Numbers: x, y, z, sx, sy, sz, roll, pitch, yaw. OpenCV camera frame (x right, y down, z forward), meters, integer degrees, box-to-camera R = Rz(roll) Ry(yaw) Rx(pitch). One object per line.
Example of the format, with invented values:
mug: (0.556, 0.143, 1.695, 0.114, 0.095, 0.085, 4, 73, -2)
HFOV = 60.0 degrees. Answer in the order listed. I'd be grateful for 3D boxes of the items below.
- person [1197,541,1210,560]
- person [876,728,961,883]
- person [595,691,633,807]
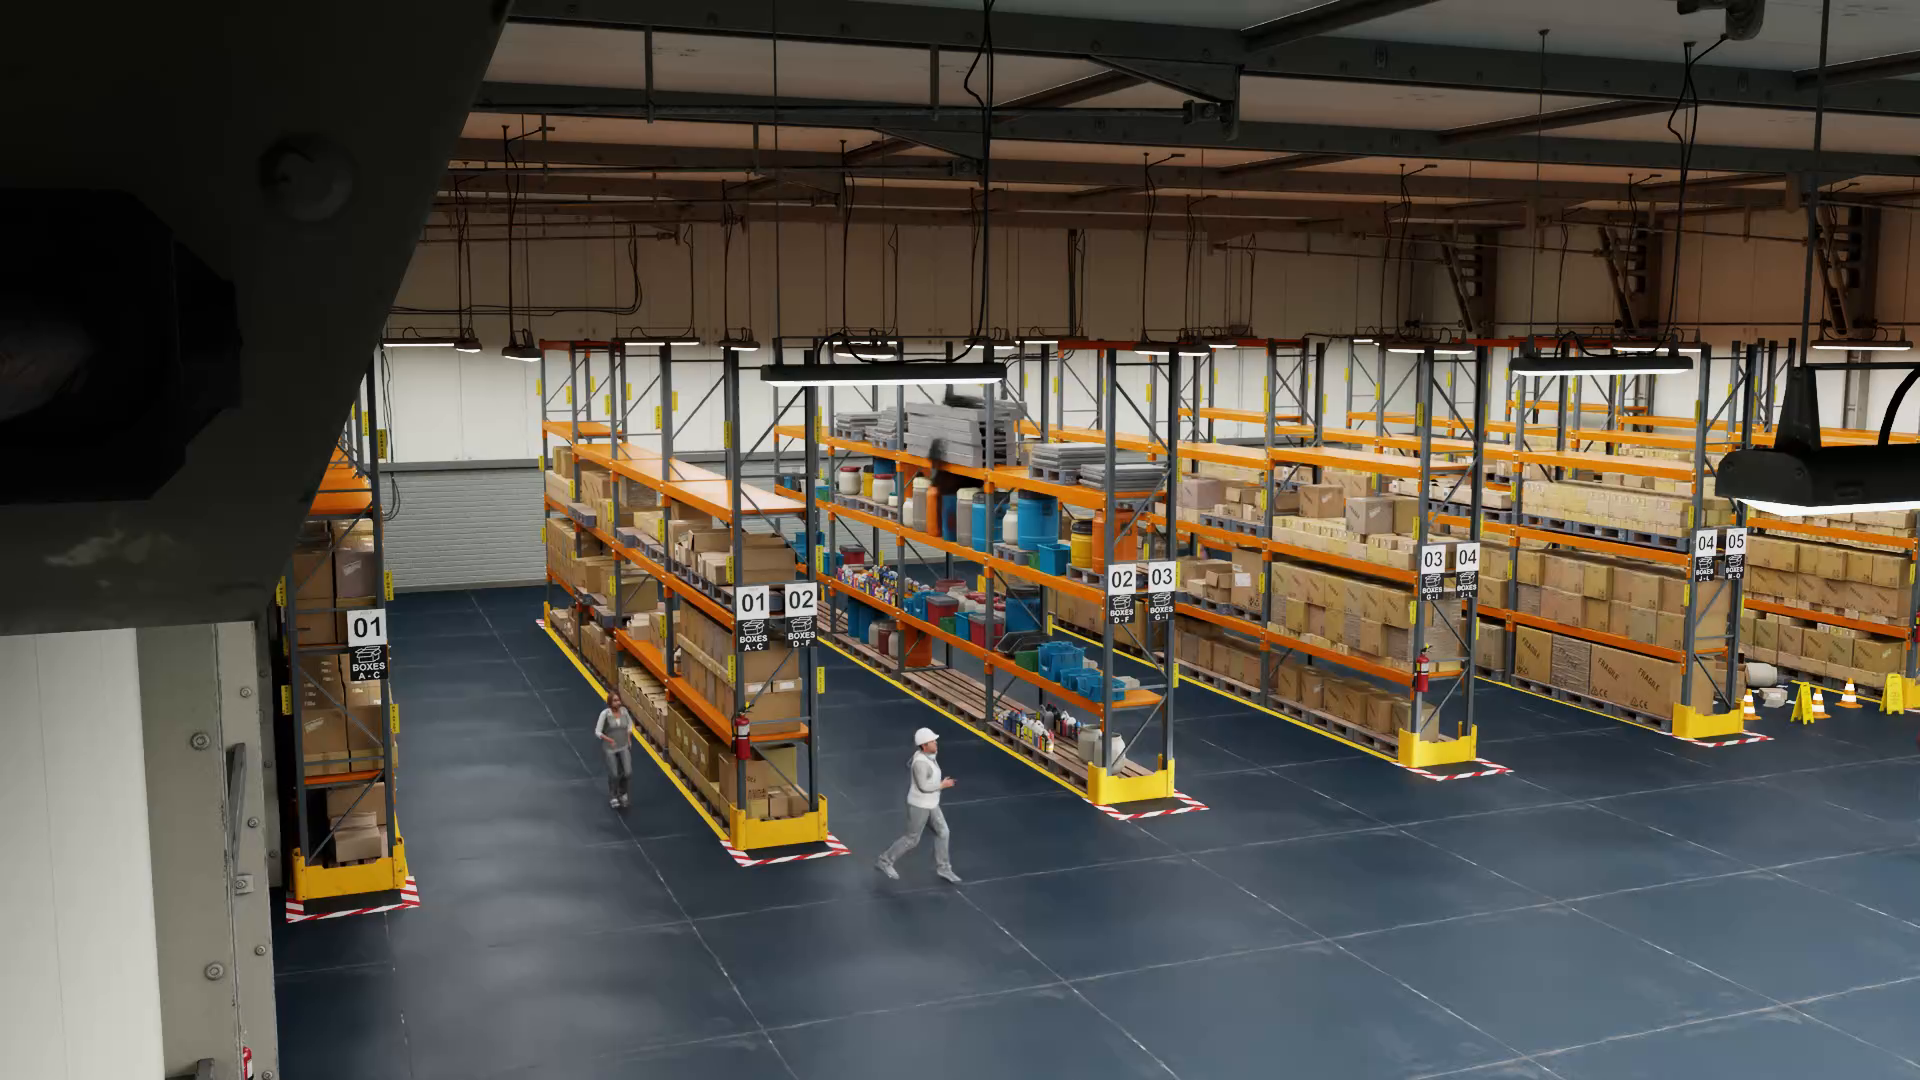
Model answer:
person: (5.303, 0.798, 36.635, 0.567, 1.532, 0.735, -2, 8, -15)
person: (-0.464, 3.010, 18.851, 0.940, 1.811, 0.664, 1, 8, 9)
person: (-4.468, 2.747, 21.635, 0.541, 1.554, 0.604, -4, 8, -26)
